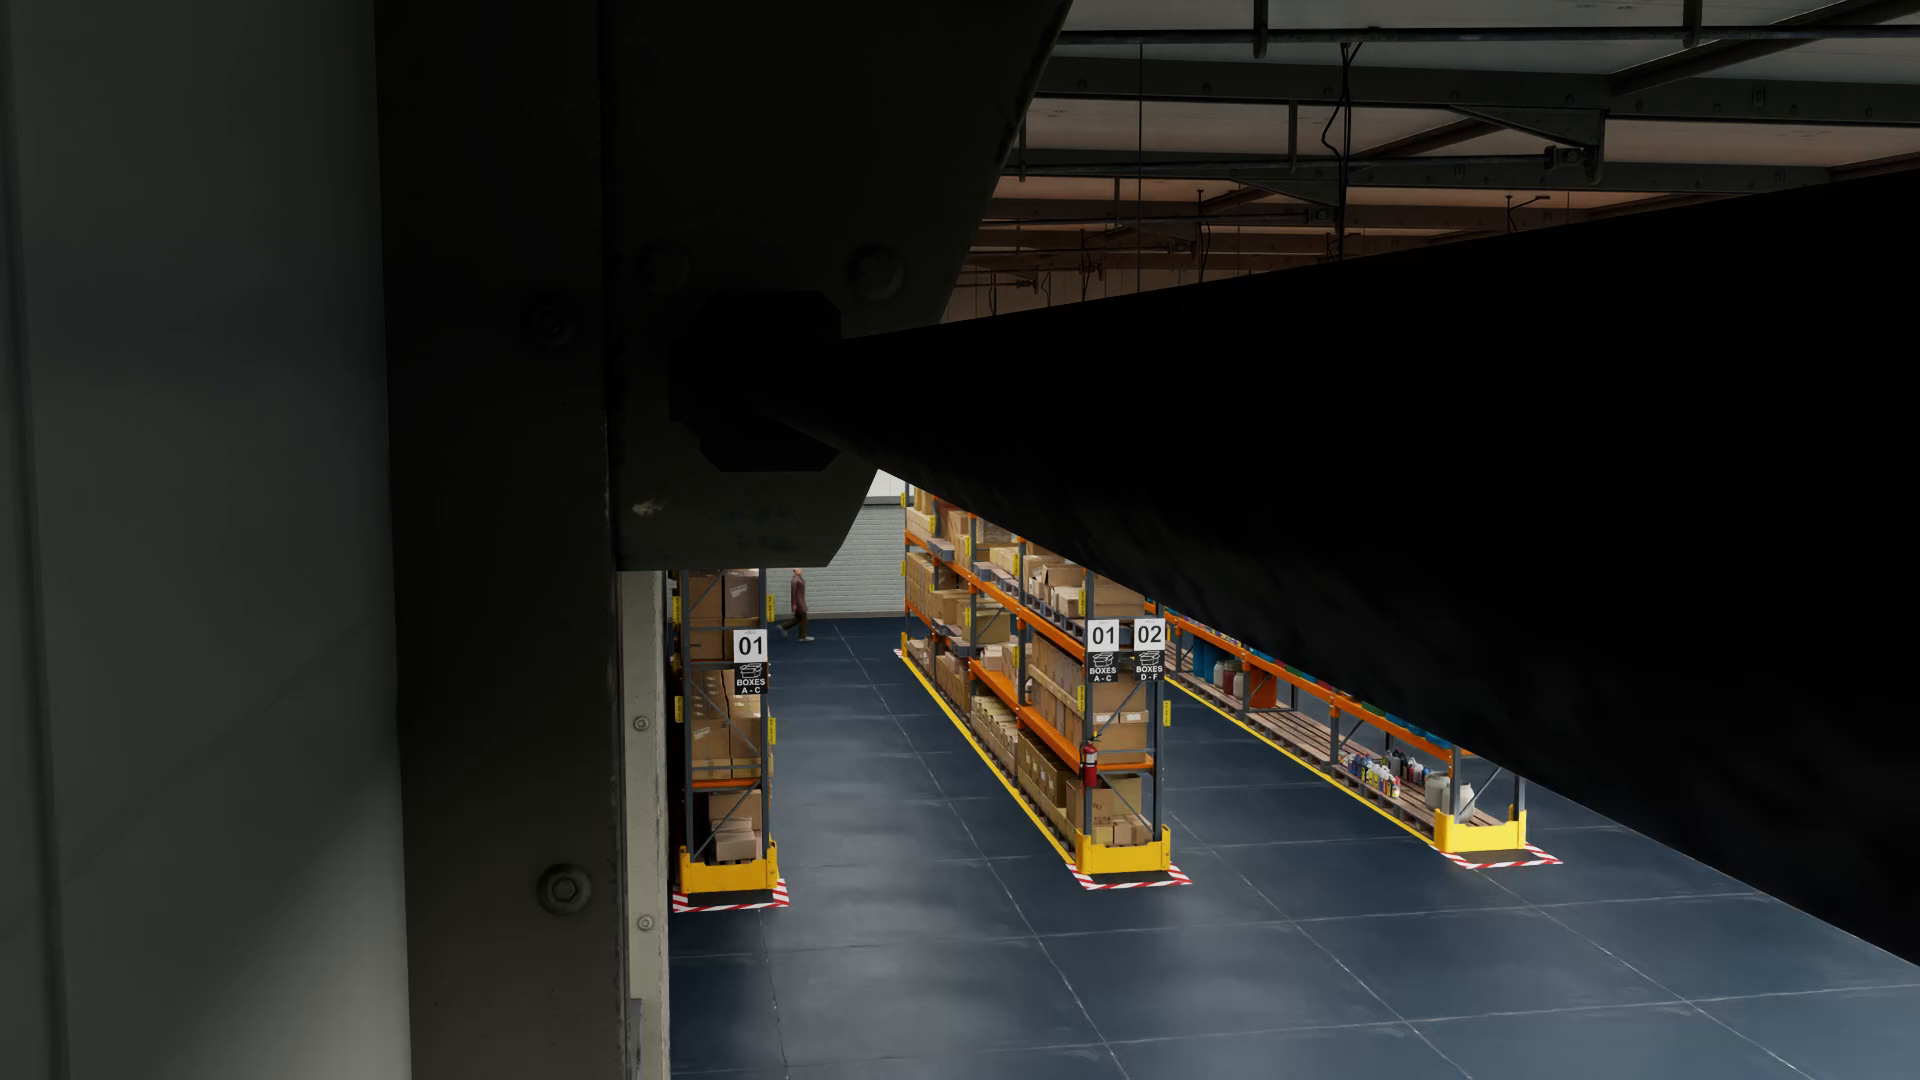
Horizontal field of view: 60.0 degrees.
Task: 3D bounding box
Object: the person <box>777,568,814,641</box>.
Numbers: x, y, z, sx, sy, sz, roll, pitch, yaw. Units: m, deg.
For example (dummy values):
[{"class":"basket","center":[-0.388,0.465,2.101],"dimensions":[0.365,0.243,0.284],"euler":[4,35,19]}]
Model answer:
[{"class":"person","center":[-3.771,1.456,38.436],"dimensions":[0.774,1.757,0.535],"euler":[-1,6,-9]}]
